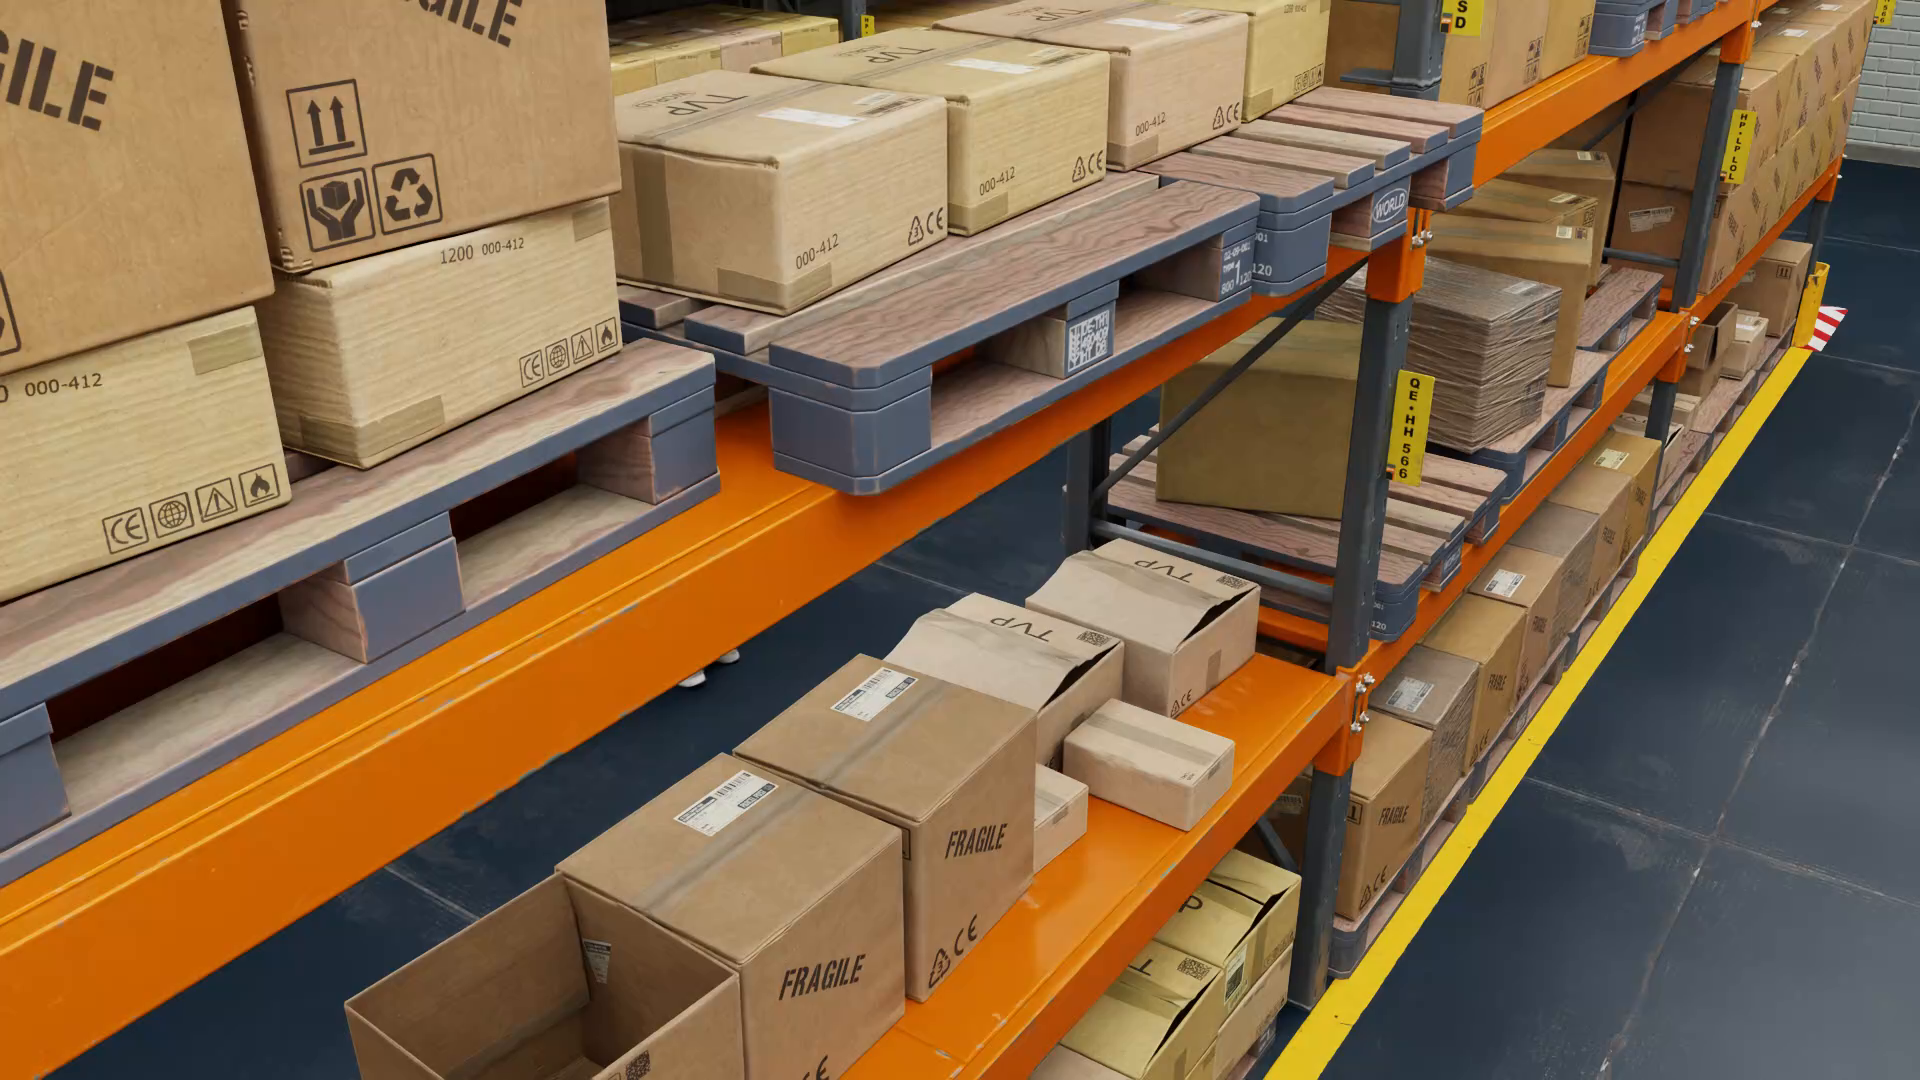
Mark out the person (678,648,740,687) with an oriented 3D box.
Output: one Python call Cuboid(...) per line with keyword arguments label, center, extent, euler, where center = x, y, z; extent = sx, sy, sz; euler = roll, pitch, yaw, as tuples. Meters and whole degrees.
Cuboid(label="person", center=(-1.237, -0.218, 7.093), extent=(0.395, 1.793, 0.563), euler=(18, 32, 32))
